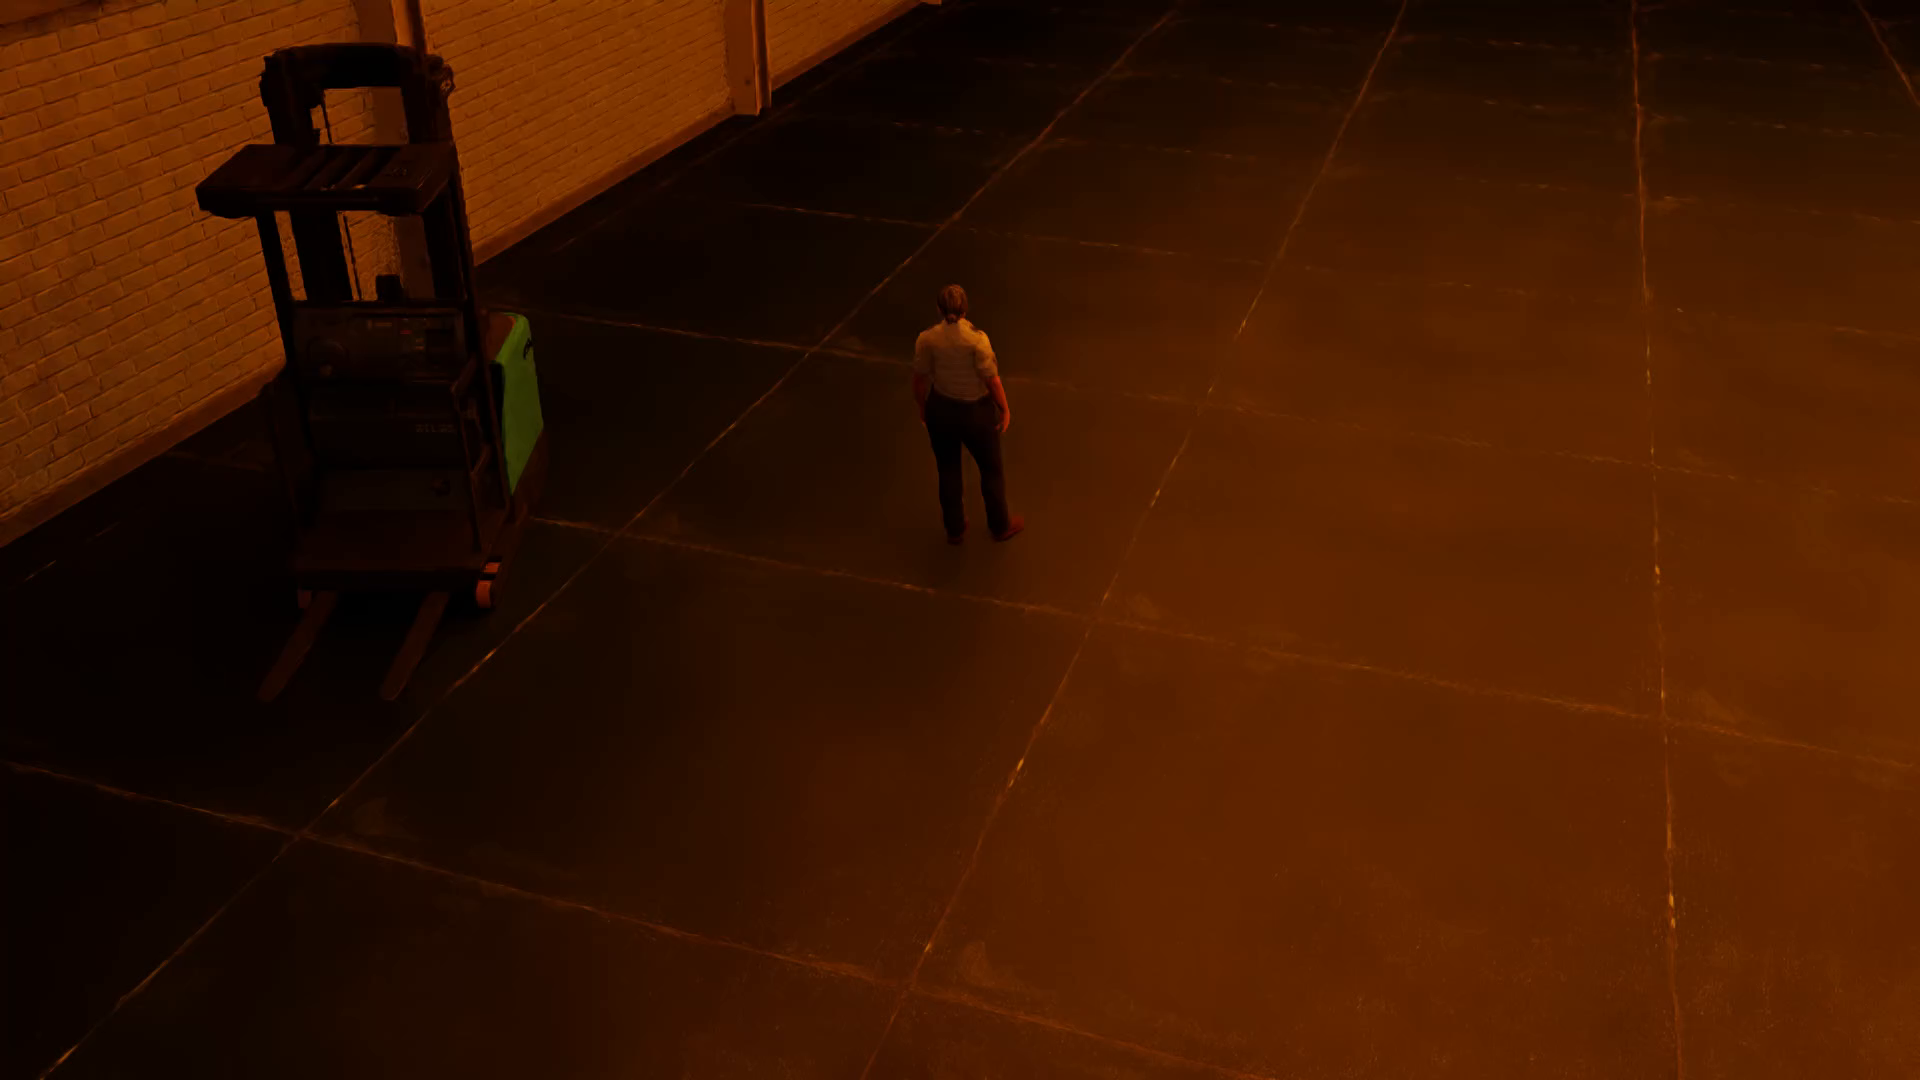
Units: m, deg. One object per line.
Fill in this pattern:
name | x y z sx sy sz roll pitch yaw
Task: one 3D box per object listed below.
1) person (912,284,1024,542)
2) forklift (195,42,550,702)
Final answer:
person | 0.051 -0.757 9.754 0.599 1.642 0.502 10 31 16
forklift | -3.179 -1.035 8.953 1.130 2.935 3.031 -1 30 -1
